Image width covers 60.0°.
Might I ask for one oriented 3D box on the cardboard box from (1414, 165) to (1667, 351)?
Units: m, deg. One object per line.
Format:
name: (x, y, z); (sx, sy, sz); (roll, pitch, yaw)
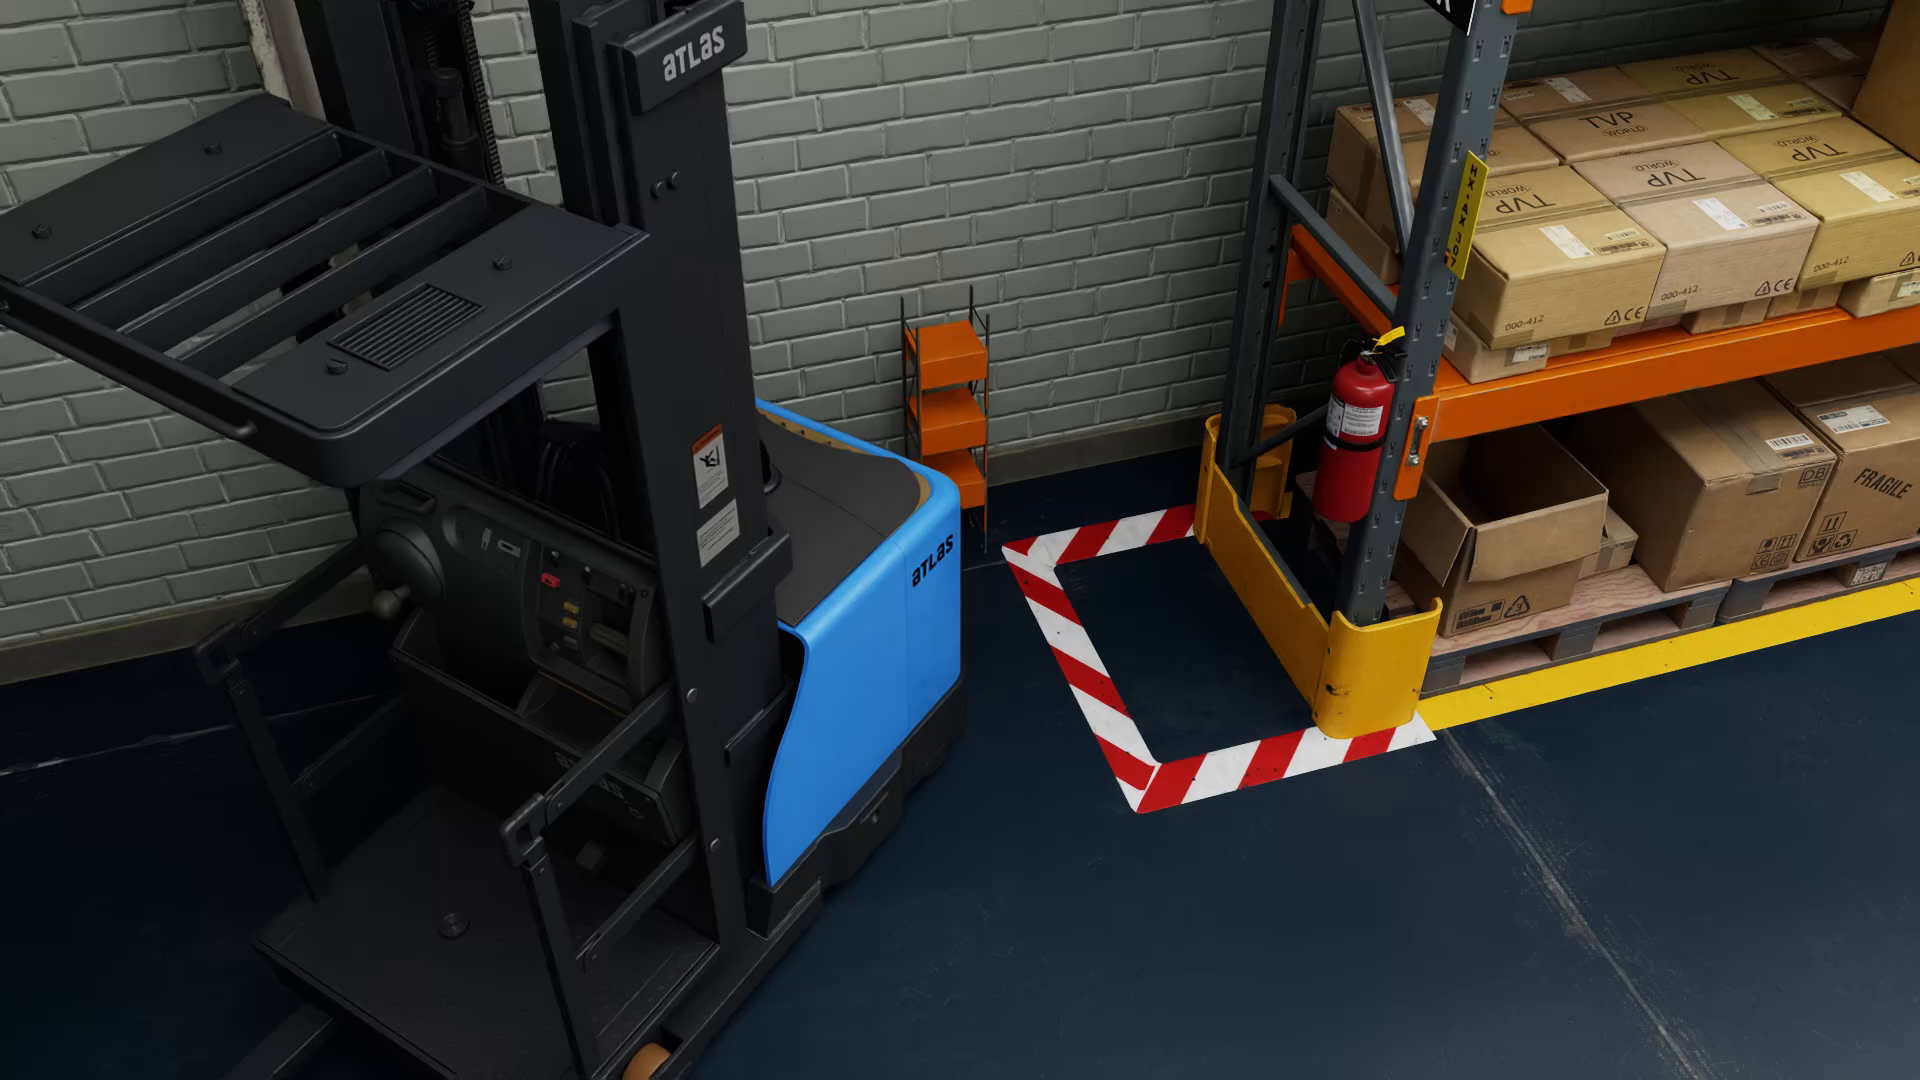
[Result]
cardboard box: (1.645, -0.821, 4.798); (0.500, 0.250, 0.500); (-11, 42, -13)

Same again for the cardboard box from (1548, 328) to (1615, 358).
cardboard box: (1.756, -0.722, 4.988); (0.250, 0.149, 0.380); (-11, 42, -12)

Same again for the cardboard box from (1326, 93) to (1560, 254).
cardboard box: (1.490, -1.158, 5.183); (0.500, 0.250, 0.500); (-11, 42, -12)

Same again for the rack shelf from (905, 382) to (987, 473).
rack shelf: (-0.051, -0.377, 5.899); (0.240, 0.259, 0.215); (-12, 42, -13)

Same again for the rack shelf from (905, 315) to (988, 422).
rack shelf: (-0.051, -0.590, 5.713); (0.240, 0.259, 0.215); (-12, 42, -13)

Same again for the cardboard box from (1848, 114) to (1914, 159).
cardboard box: (3.090, -1.137, 5.160); (0.500, 0.250, 0.500); (-13, 43, -14)

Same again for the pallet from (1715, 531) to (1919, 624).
pallet: (3.125, -0.206, 6.326); (1.213, 0.211, 1.003); (-12, 42, -13)

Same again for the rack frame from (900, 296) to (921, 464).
rack frame: (-0.167, -0.361, 5.865); (0.008, 1.050, 0.200); (-12, 42, -13)

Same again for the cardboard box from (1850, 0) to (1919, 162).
cardboard box: (3.075, -1.400, 4.891); (0.500, 0.500, 0.500); (-11, 42, -12)

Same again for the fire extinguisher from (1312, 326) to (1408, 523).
fire extinguisher: (1.130, -0.356, 4.720); (0.183, 0.674, 0.296); (-12, 42, -13)

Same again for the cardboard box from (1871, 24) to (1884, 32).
cardboard box: (3.424, -1.558, 5.642); (0.500, 0.250, 0.500); (-11, 42, -12)

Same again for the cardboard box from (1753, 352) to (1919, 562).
cardboard box: (3.104, -0.309, 5.905); (0.500, 0.500, 0.500); (-11, 42, -12)

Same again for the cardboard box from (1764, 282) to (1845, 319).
cardboard box: (2.507, -0.864, 5.150); (0.250, 0.149, 0.380); (-11, 42, -12)

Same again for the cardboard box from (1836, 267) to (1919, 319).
cardboard box: (2.771, -0.866, 5.153); (0.250, 0.149, 0.380); (-13, 43, -14)

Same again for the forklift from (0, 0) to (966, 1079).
forklift: (-1.203, 0.173, 3.824); (1.130, 2.935, 3.031); (23, 46, 24)

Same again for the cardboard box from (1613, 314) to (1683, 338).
cardboard box: (1.996, -0.796, 5.072); (0.250, 0.149, 0.380); (-12, 43, -14)

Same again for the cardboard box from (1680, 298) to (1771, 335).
cardboard box: (2.256, -0.808, 5.085); (0.250, 0.149, 0.380); (-10, 42, -12)

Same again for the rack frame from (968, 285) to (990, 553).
rack frame: (0.065, -0.409, 5.920); (0.008, 1.050, 0.200); (-12, 42, -13)

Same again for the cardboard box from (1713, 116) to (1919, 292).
cardboard box: (2.608, -1.023, 5.029); (0.500, 0.250, 0.500); (-12, 43, -14)

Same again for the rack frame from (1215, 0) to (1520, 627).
rack frame: (1.131, -0.845, 4.937); (0.127, 3.000, 1.000); (-12, 42, -13)

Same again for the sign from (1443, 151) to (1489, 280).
sign: (1.294, -0.830, 4.263); (0.005, 0.325, 0.100); (-12, 42, -13)

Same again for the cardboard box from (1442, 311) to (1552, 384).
cardboard box: (1.527, -0.643, 4.897); (0.250, 0.149, 0.380); (-12, 43, -13)

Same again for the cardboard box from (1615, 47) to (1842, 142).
cardboard box: (2.456, -1.354, 5.408); (0.500, 0.250, 0.500); (-10, 42, -12)

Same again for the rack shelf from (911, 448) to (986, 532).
rack shelf: (-0.051, -0.168, 6.082); (0.240, 0.259, 0.215); (-12, 42, -13)

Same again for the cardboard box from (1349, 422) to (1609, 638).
cardboard box: (1.743, -0.124, 5.691); (0.637, 0.503, 0.797); (-13, 43, -15)

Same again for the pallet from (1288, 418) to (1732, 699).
pallet: (1.964, 0.032, 6.053); (1.213, 0.211, 1.003); (-12, 42, -13)

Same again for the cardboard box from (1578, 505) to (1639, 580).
cardboard box: (2.160, -0.050, 5.875); (0.250, 0.149, 0.380); (-13, 43, -15)

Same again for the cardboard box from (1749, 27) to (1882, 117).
cardboard box: (2.955, -1.457, 5.526); (0.500, 0.250, 0.500); (-12, 43, -13)

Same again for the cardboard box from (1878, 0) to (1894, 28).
cardboard box: (3.446, -1.846, 5.401); (0.500, 0.500, 0.500); (-13, 43, -14)

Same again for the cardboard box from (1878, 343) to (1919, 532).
cardboard box: (3.560, -0.473, 6.092); (0.500, 0.500, 0.700); (-13, 43, -15)

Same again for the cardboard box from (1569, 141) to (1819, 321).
cardboard box: (2.126, -0.921, 4.912); (0.500, 0.250, 0.500); (-11, 42, -13)

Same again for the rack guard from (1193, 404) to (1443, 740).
rack guard: (1.204, 0.082, 5.777); (0.348, 0.500, 1.175); (-12, 42, -13)

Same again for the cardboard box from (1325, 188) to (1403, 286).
cardboard box: (1.367, -0.984, 5.288); (0.250, 0.149, 0.380); (-12, 43, -14)

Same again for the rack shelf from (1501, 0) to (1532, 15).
rack shelf: (3.039, -2.099, 4.639); (4.000, 0.370, 1.077); (-12, 42, -13)

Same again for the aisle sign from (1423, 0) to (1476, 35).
aisle sign: (1.154, -1.626, 3.855); (0.004, 0.787, 0.394); (-12, 42, -13)

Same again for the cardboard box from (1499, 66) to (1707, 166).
cardboard box: (1.982, -1.259, 5.299); (0.500, 0.250, 0.500); (-12, 42, -13)

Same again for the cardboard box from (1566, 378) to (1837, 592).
cardboard box: (2.570, -0.268, 5.857); (0.500, 0.500, 0.700); (-10, 42, -11)

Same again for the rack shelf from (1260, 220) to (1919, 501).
rack shelf: (3.039, -0.969, 5.626); (4.000, 0.370, 1.077); (-12, 42, -13)

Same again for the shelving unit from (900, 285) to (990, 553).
shelving unit: (-0.051, -0.385, 5.892); (0.252, 1.050, 0.215); (-12, 42, -13)
